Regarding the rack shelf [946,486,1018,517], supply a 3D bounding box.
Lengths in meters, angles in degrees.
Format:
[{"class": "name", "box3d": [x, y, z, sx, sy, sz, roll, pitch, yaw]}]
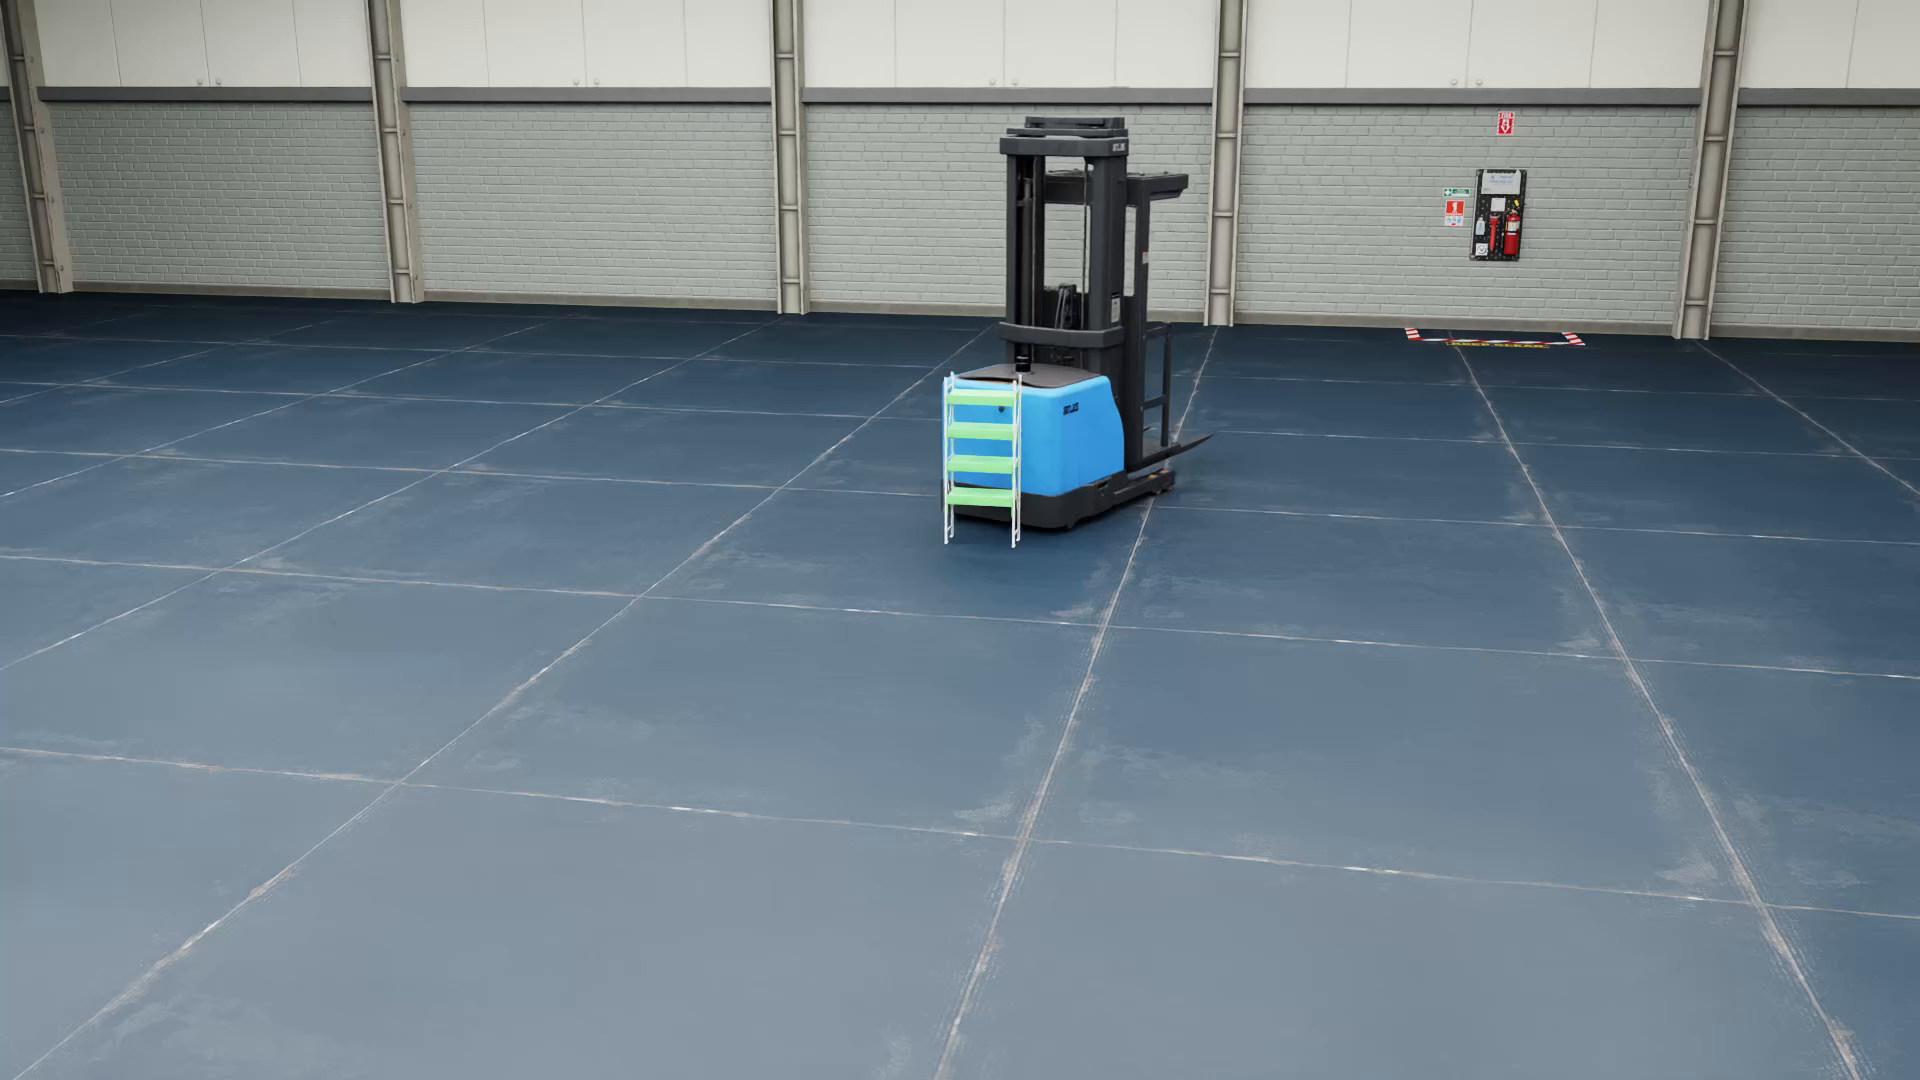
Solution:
[{"class": "rack shelf", "box3d": [0.162, -0.277, 11.881, 0.480, 0.148, 0.258, 3, 16, 11]}]

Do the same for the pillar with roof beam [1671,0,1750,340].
[{"class": "pillar with roof beam", "box3d": [8.535, -5.818, 16.137, 0.400, 9.000, 9.100, 3, 16, 11]}]

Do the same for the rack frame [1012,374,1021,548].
[{"class": "rack frame", "box3d": [0.401, -0.556, 11.753, 0.015, 1.200, 0.240, 3, 16, 11]}]

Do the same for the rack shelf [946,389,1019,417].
[{"class": "rack shelf", "box3d": [0.162, -0.970, 11.689, 0.480, 0.148, 0.258, 3, 16, 11]}]

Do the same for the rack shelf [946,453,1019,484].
[{"class": "rack shelf", "box3d": [0.162, -0.508, 11.817, 0.480, 0.148, 0.258, 3, 16, 11]}]

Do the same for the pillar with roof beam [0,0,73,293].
[{"class": "pillar with roof beam", "box3d": [-14.984, -7.094, 20.746, 0.400, 9.000, 9.100, 3, 16, 11]}]

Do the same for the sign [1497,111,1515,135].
[{"class": "sign", "box3d": [6.991, -5.338, 21.300, 0.199, 0.298, 0.001, 3, 16, 11]}]

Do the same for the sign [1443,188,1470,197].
[{"class": "sign", "box3d": [6.460, -4.521, 21.633, 0.331, 0.109, 0.001, 3, 16, 11]}]

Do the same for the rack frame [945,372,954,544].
[{"class": "rack frame", "box3d": [-0.077, -0.582, 11.847, 0.015, 1.200, 0.240, 3, 16, 11]}]

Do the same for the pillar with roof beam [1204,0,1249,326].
[{"class": "pillar with roof beam", "box3d": [2.655, -6.137, 17.290, 0.400, 9.000, 9.100, 3, 16, 11]}]

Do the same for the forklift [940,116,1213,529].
[{"class": "forklift", "box3d": [1.085, -1.831, 13.111, 1.130, 2.935, 3.031, 10, 18, 32]}]

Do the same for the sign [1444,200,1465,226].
[{"class": "sign", "box3d": [6.458, -4.268, 21.713, 0.234, 0.329, 0.001, 3, 16, 11]}]

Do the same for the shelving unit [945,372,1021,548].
[{"class": "shelving unit", "box3d": [0.162, -0.569, 11.800, 0.503, 1.200, 0.258, 3, 16, 11]}]

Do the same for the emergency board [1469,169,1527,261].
[{"class": "emergency board", "box3d": [6.979, -4.194, 21.514, 0.643, 1.169, 0.194, 3, 16, 11]}]

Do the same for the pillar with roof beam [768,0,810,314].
[{"class": "pillar with roof beam", "box3d": [-3.224, -6.456, 18.442, 0.400, 9.000, 9.100, 3, 16, 11]}]

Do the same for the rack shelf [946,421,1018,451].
[{"class": "rack shelf", "box3d": [0.162, -0.739, 11.753, 0.480, 0.148, 0.258, 3, 16, 11]}]

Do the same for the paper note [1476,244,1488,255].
[{"class": "paper note", "box3d": [6.819, -3.797, 21.731, 0.142, 0.148, 0.016, 3, 16, 11]}]

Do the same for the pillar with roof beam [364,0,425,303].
[{"class": "pillar with roof beam", "box3d": [-9.104, -6.775, 19.594, 0.400, 9.000, 9.100, 3, 16, 11]}]
